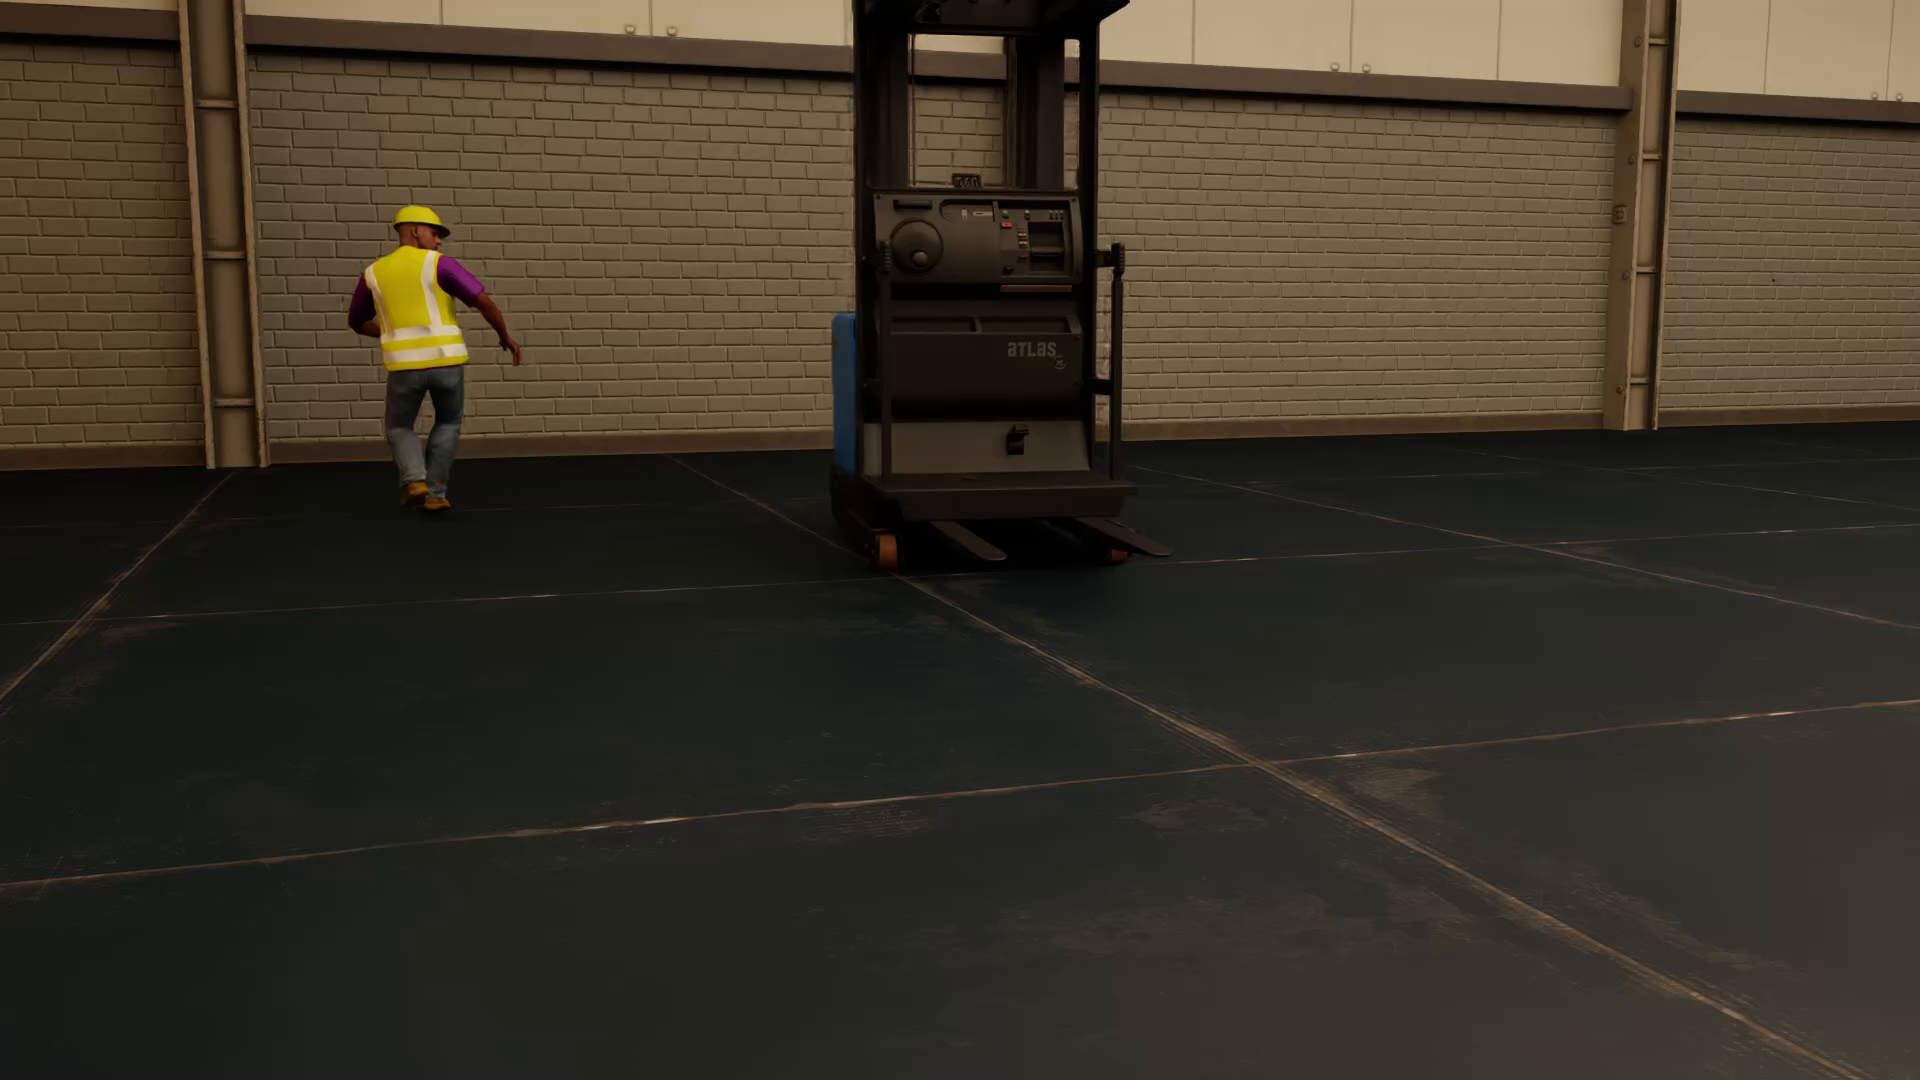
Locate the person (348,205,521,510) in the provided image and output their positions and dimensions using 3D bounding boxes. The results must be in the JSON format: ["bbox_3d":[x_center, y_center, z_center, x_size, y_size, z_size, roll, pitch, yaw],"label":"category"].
[{"bbox_3d":[-2.839,-0.976,9.000,0.910,1.638,0.817,-1,8,-8],"label":"person"}]

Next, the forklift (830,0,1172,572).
[{"bbox_3d":[0.125,-1.372,7.134,1.130,2.935,3.031,-2,8,-11],"label":"forklift"}]
